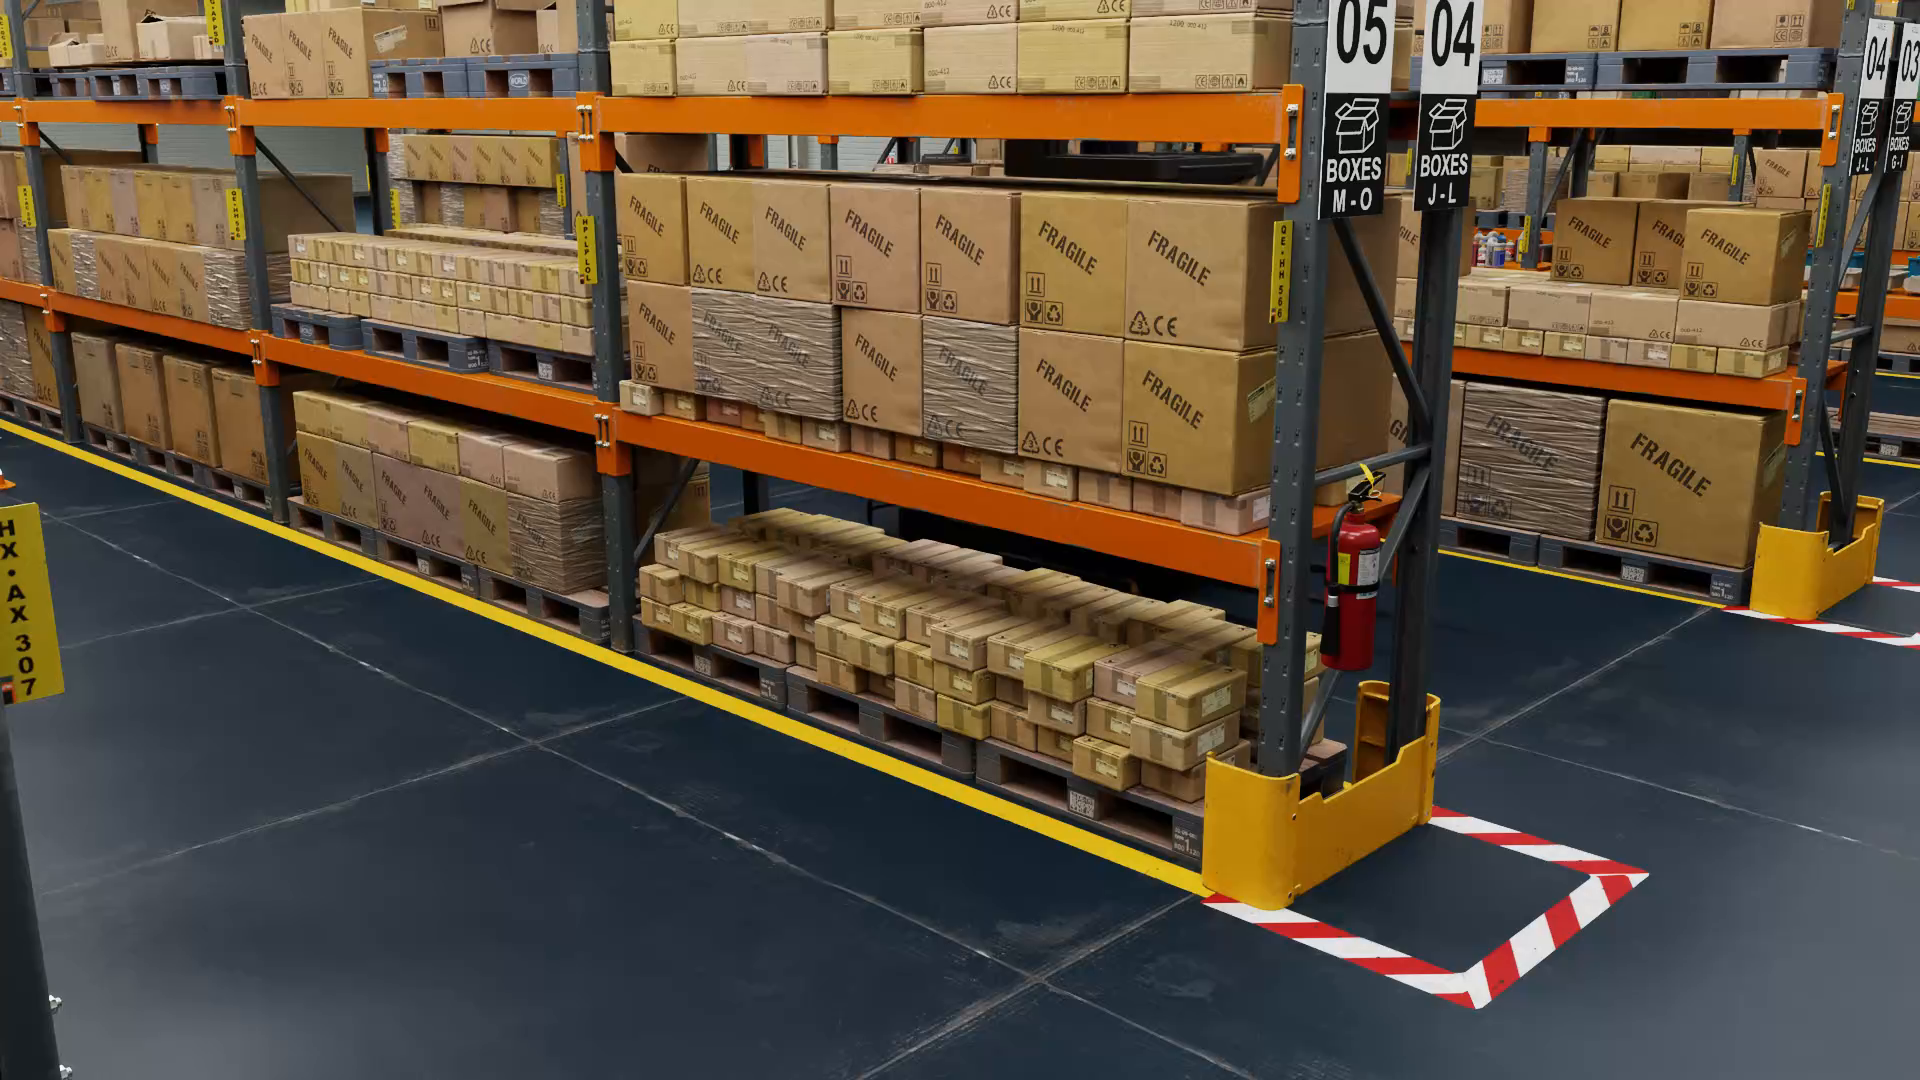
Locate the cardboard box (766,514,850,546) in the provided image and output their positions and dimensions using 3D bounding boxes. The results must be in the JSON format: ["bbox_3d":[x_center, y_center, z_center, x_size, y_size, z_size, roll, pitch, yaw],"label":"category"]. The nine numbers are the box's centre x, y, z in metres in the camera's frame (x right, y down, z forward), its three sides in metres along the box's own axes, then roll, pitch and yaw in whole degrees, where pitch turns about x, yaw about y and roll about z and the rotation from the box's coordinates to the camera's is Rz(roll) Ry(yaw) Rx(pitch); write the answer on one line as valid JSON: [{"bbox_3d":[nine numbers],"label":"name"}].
[{"bbox_3d":[-0.789,-0.013,8.673,0.250,0.149,0.380,14,20,43],"label":"cardboard box"}]

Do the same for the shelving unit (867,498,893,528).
[{"bbox_3d":[-0.302,-1.076,10.896,0.503,2.100,0.431,12,19,39],"label":"shelving unit"}]

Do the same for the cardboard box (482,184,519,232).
[{"bbox_3d":[-4.727,-3.682,18.325,0.500,0.500,0.875,14,20,42],"label":"cardboard box"}]

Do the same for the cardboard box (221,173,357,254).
[{"bbox_3d":[-4.633,-2.266,11.499,0.500,0.500,0.700,14,20,42],"label":"cardboard box"}]

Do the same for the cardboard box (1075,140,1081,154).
[{"bbox_3d":[2.149,-5.962,25.095,0.500,0.500,0.700,14,20,42],"label":"cardboard box"}]

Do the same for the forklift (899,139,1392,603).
[{"bbox_3d":[1.053,-1.156,9.682,3.031,2.867,1.129,12,19,39],"label":"forklift"}]

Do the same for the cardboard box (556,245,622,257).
[{"bbox_3d":[-2.152,-1.657,9.830,0.250,0.149,0.380,13,20,42],"label":"cardboard box"}]

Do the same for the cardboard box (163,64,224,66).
[{"bbox_3d":[-5.782,-3.747,12.560,0.500,0.311,0.500,13,19,40],"label":"cardboard box"}]

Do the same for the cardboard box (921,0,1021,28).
[{"bbox_3d":[0.198,-2.088,6.355,0.500,0.250,0.500,14,20,43],"label":"cardboard box"}]

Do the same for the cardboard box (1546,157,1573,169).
[{"bbox_3d":[9.168,-5.575,25.309,0.500,0.500,0.700,11,18,36],"label":"cardboard box"}]

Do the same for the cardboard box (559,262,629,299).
[{"bbox_3d":[-1.862,-1.358,8.680,0.380,0.149,0.250,-13,20,-42],"label":"cardboard box"}]

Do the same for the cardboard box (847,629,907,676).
[{"bbox_3d":[-0.282,0.468,7.418,0.250,0.149,0.380,14,20,43],"label":"cardboard box"}]

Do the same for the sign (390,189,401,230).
[{"bbox_3d":[-3.947,-2.276,11.578,0.005,0.325,0.100,14,20,42],"label":"sign"}]

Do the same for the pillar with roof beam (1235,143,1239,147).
[{"bbox_3d":[1.870,-8.790,26.819,0.400,9.000,9.100,14,20,42],"label":"pillar with roof beam"}]

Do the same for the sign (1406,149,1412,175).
[{"bbox_3d":[5.695,-4.793,21.080,0.005,0.325,0.100,14,20,42],"label":"sign"}]

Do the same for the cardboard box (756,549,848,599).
[{"bbox_3d":[-0.756,0.169,7.978,0.250,0.149,0.380,13,19,41],"label":"cardboard box"}]

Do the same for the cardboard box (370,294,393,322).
[{"bbox_3d":[-3.359,-1.433,10.149,0.380,0.149,0.250,-14,20,-42],"label":"cardboard box"}]

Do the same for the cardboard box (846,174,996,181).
[{"bbox_3d":[-0.177,-1.415,7.642,0.500,0.500,0.500,-14,20,-43],"label":"cardboard box"}]

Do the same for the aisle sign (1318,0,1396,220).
[{"bbox_3d":[1.287,-1.444,5.370,0.004,0.787,0.394,14,20,42],"label":"aisle sign"}]

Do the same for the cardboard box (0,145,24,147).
[{"bbox_3d":[-9.376,-3.497,15.967,0.550,0.550,0.875,14,20,42],"label":"cardboard box"}]

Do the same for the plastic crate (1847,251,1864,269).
[{"bbox_3d":[7.499,-2.317,14.087,0.300,0.233,0.416,14,20,42],"label":"plastic crate"}]

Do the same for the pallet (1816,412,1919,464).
[{"bbox_3d":[7.829,-0.837,13.726,1.213,0.211,1.003,14,20,42],"label":"pallet"}]

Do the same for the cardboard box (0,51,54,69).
[{"bbox_3d":[-7.681,-3.941,13.626,0.250,0.149,0.380,14,20,42],"label":"cardboard box"}]

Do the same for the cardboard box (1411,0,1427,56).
[{"bbox_3d":[3.067,-3.367,10.726,0.700,0.500,0.500,-13,20,-41],"label":"cardboard box"}]

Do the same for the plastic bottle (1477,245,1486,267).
[{"bbox_3d":[4.906,-2.665,15.604,0.097,0.201,0.097,0,15,0],"label":"plastic bottle"}]

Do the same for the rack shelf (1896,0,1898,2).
[{"bbox_3d":[13.832,-6.545,20.423,4.000,0.370,1.077,14,20,42],"label":"rack shelf"}]

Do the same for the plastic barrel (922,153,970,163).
[{"bbox_3d":[-0.175,-4.255,20.320,0.708,0.901,0.600,14,20,42],"label":"plastic barrel"}]

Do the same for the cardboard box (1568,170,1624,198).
[{"bbox_3d":[7.642,-4.183,20.007,0.500,0.500,0.700,8,17,28],"label":"cardboard box"}]

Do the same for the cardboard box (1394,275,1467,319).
[{"bbox_3d":[2.966,-1.600,10.832,0.500,0.250,0.500,-14,20,-43],"label":"cardboard box"}]

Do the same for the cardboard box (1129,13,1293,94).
[{"bbox_3d":[0.931,-1.664,5.718,0.500,0.250,0.500,13,20,41],"label":"cardboard box"}]

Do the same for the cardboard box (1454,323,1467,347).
[{"bbox_3d":[3.184,-1.330,10.586,0.250,0.149,0.380,13,19,41],"label":"cardboard box"}]

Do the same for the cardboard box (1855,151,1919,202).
[{"bbox_3d":[9.842,-3.852,17.586,0.500,0.500,0.500,13,19,41],"label":"cardboard box"}]

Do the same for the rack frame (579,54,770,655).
[{"bbox_3d":[-1.437,-0.954,8.643,0.127,3.000,1.000,14,20,42],"label":"rack frame"}]

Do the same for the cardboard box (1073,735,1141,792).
[{"bbox_3d":[0.663,0.842,6.573,0.380,0.149,0.250,-14,20,-42],"label":"cardboard box"}]

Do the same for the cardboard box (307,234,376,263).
[{"bbox_3d":[-3.923,-1.861,10.609,0.250,0.149,0.380,13,19,41],"label":"cardboard box"}]

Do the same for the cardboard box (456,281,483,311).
[{"bbox_3d":[-2.614,-1.396,9.415,0.250,0.149,0.380,12,19,39],"label":"cardboard box"}]

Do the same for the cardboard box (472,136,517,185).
[{"bbox_3d":[-4.916,-4.116,18.009,0.500,0.500,0.500,14,20,42],"label":"cardboard box"}]

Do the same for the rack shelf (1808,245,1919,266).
[{"bbox_3d":[10.397,-2.936,17.676,4.000,0.370,1.077,14,20,42],"label":"rack shelf"}]

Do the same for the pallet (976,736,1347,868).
[{"bbox_3d":[0.827,0.934,6.929,1.213,0.211,1.003,14,20,42],"label":"pallet"}]

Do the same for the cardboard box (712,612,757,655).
[{"bbox_3d":[-0.992,0.425,8.172,0.250,0.149,0.380,14,20,42],"label":"cardboard box"}]

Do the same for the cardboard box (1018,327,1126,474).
[{"bbox_3d":[0.573,-0.569,6.378,0.500,0.500,0.500,13,20,41],"label":"cardboard box"}]

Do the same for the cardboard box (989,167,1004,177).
[{"bbox_3d":[0.668,-2.708,13.190,0.797,0.503,0.637,-14,20,-42],"label":"cardboard box"}]

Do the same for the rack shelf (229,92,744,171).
[{"bbox_3d":[-2.877,-2.407,9.699,4.000,0.370,1.077,14,20,42],"label":"rack shelf"}]

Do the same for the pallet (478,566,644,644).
[{"bbox_3d":[-1.999,0.260,9.516,1.213,0.211,1.003,14,20,42],"label":"pallet"}]

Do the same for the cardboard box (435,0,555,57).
[{"bbox_3d":[-2.458,-2.953,9.328,0.637,0.503,0.797,13,20,41],"label":"cardboard box"}]

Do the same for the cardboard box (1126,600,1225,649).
[{"bbox_3d":[0.927,0.388,7.136,0.250,0.149,0.380,14,20,42],"label":"cardboard box"}]

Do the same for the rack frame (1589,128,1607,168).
[{"bbox_3d":[9.511,-5.233,25.066,0.053,2.616,0.949,14,20,42],"label":"rack frame"}]

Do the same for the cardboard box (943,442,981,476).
[{"bbox_3d":[0.145,-0.379,6.937,0.250,0.149,0.380,13,19,40],"label":"cardboard box"}]

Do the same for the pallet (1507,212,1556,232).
[{"bbox_3d":[7.481,-3.901,20.337,1.213,0.211,1.003,14,20,42],"label":"pallet"}]

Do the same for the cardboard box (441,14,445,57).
[{"bbox_3d":[-3.003,-2.926,10.067,0.500,0.500,0.500,14,20,42],"label":"cardboard box"}]

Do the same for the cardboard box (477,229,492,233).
[{"bbox_3d":[-5.109,-3.364,18.393,0.250,0.149,0.380,14,20,42],"label":"cardboard box"}]

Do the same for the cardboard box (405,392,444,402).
[{"bbox_3d":[-3.271,-0.852,10.889,0.500,0.250,0.500,14,20,43],"label":"cardboard box"}]
